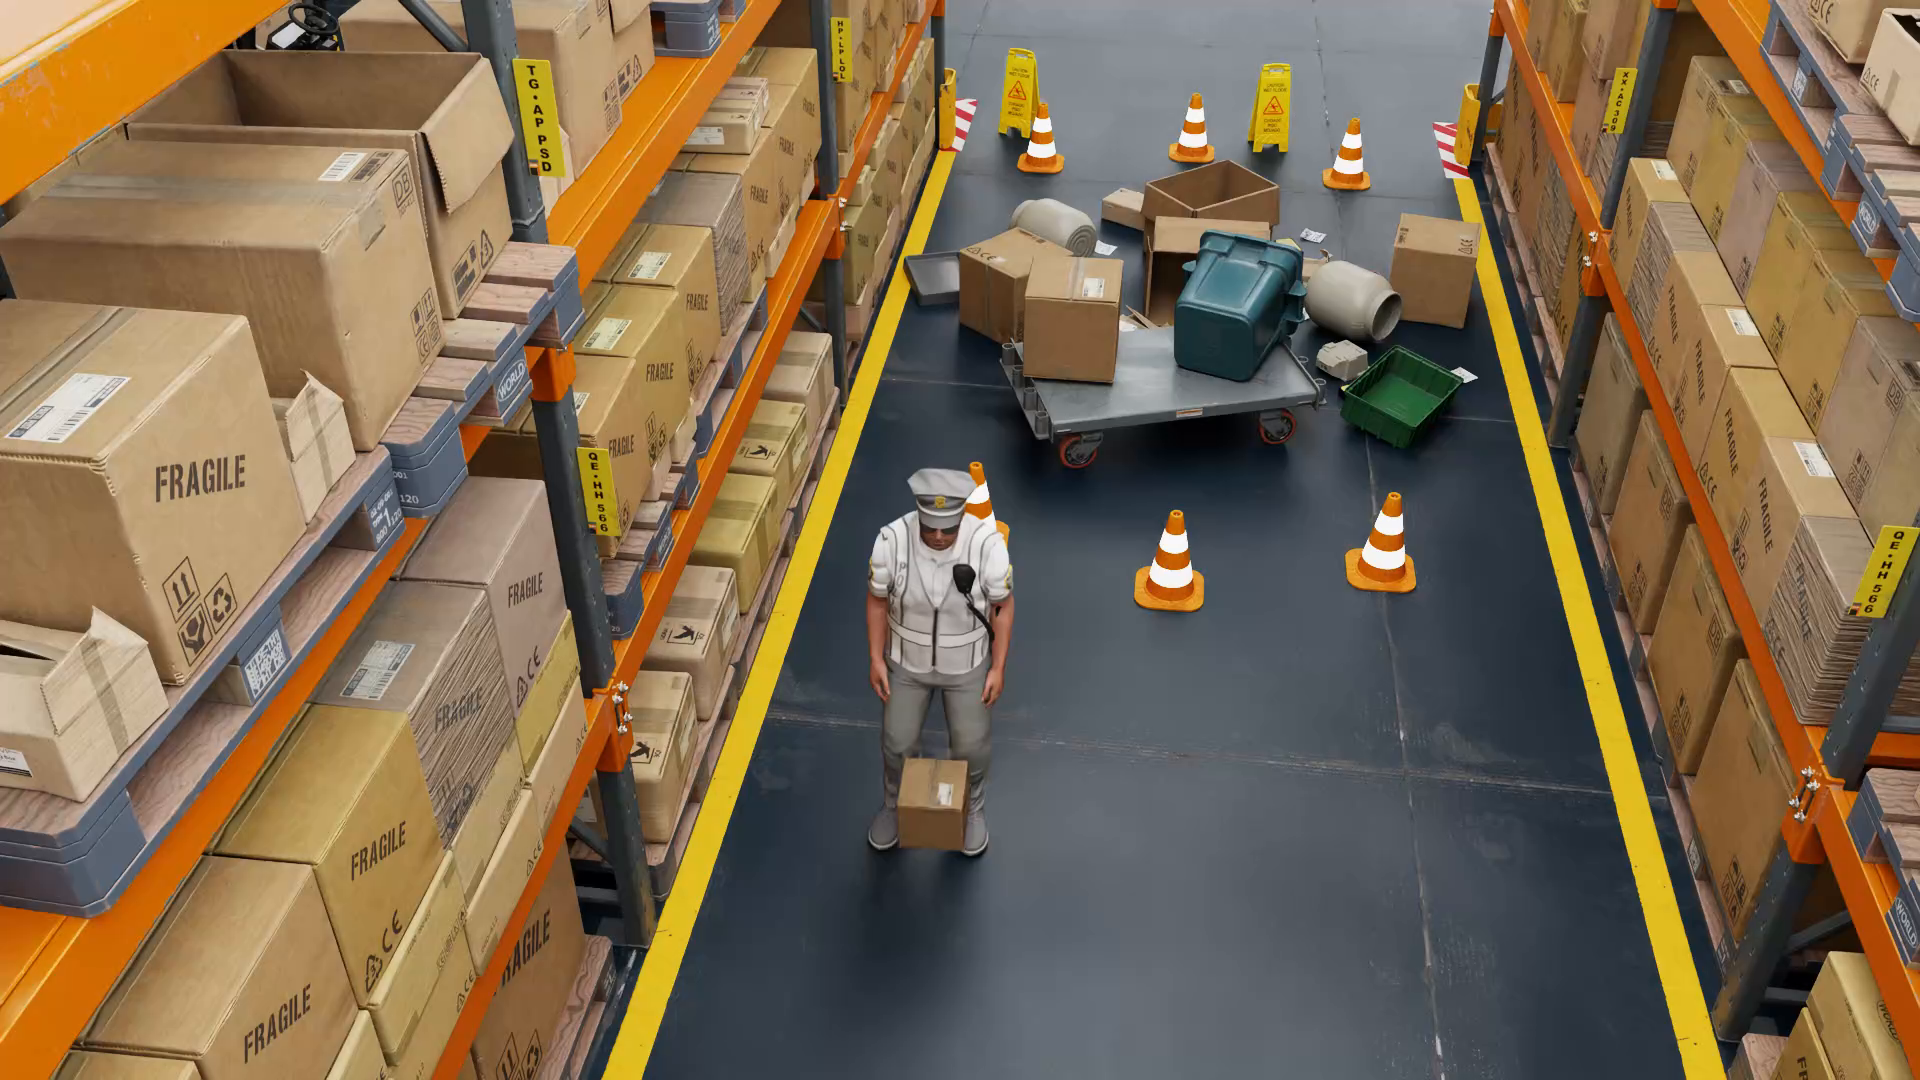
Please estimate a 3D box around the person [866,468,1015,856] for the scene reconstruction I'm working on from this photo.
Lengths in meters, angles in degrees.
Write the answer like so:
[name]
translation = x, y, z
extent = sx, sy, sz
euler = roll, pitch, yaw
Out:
[person]
translation = -0.080, 0.451, 6.411
extent = 0.568, 1.748, 0.434
euler = 3, 36, 5
